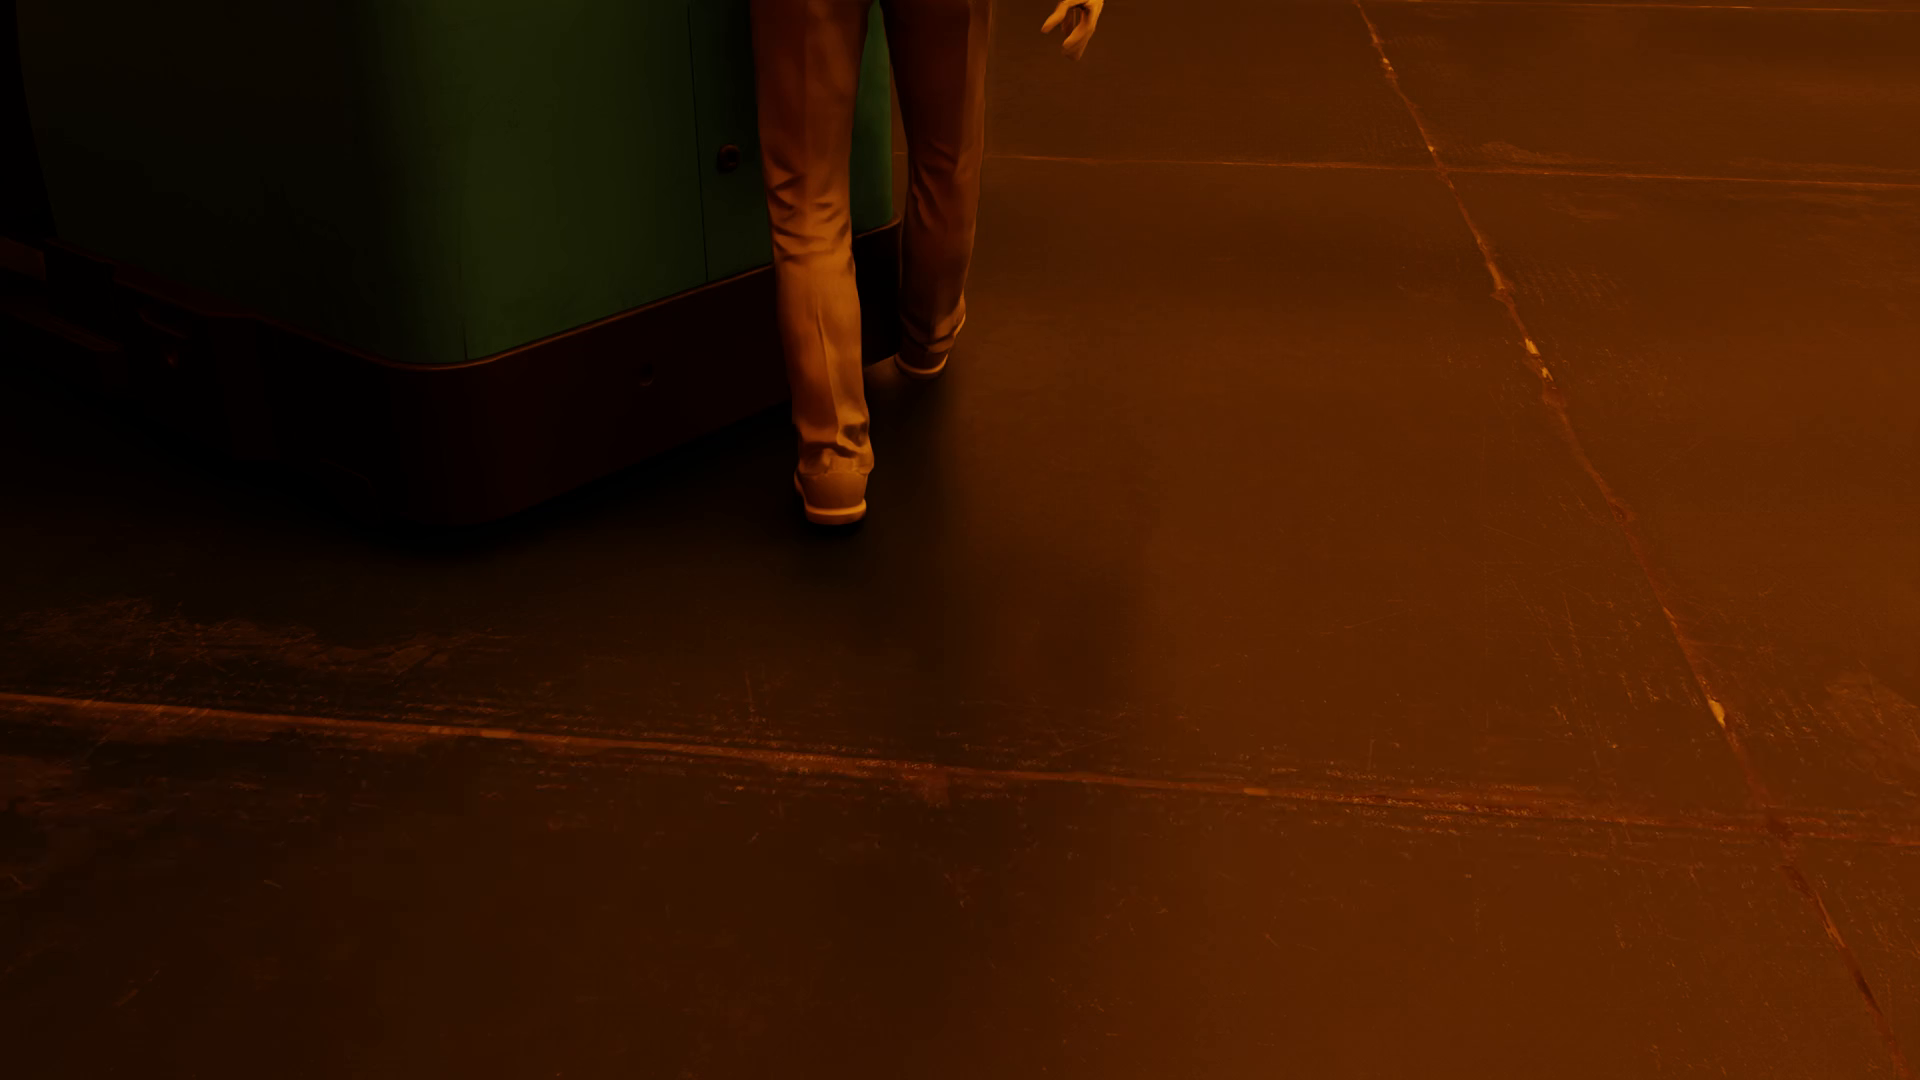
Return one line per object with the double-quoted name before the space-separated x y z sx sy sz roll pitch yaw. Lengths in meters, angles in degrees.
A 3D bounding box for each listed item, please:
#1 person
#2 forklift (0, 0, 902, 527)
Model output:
"person" -0.127 -0.922 2.540 0.644 1.620 0.861 -2 27 -5
"forklift" -1.572 -1.850 2.926 3.031 2.935 1.130 20 32 34
